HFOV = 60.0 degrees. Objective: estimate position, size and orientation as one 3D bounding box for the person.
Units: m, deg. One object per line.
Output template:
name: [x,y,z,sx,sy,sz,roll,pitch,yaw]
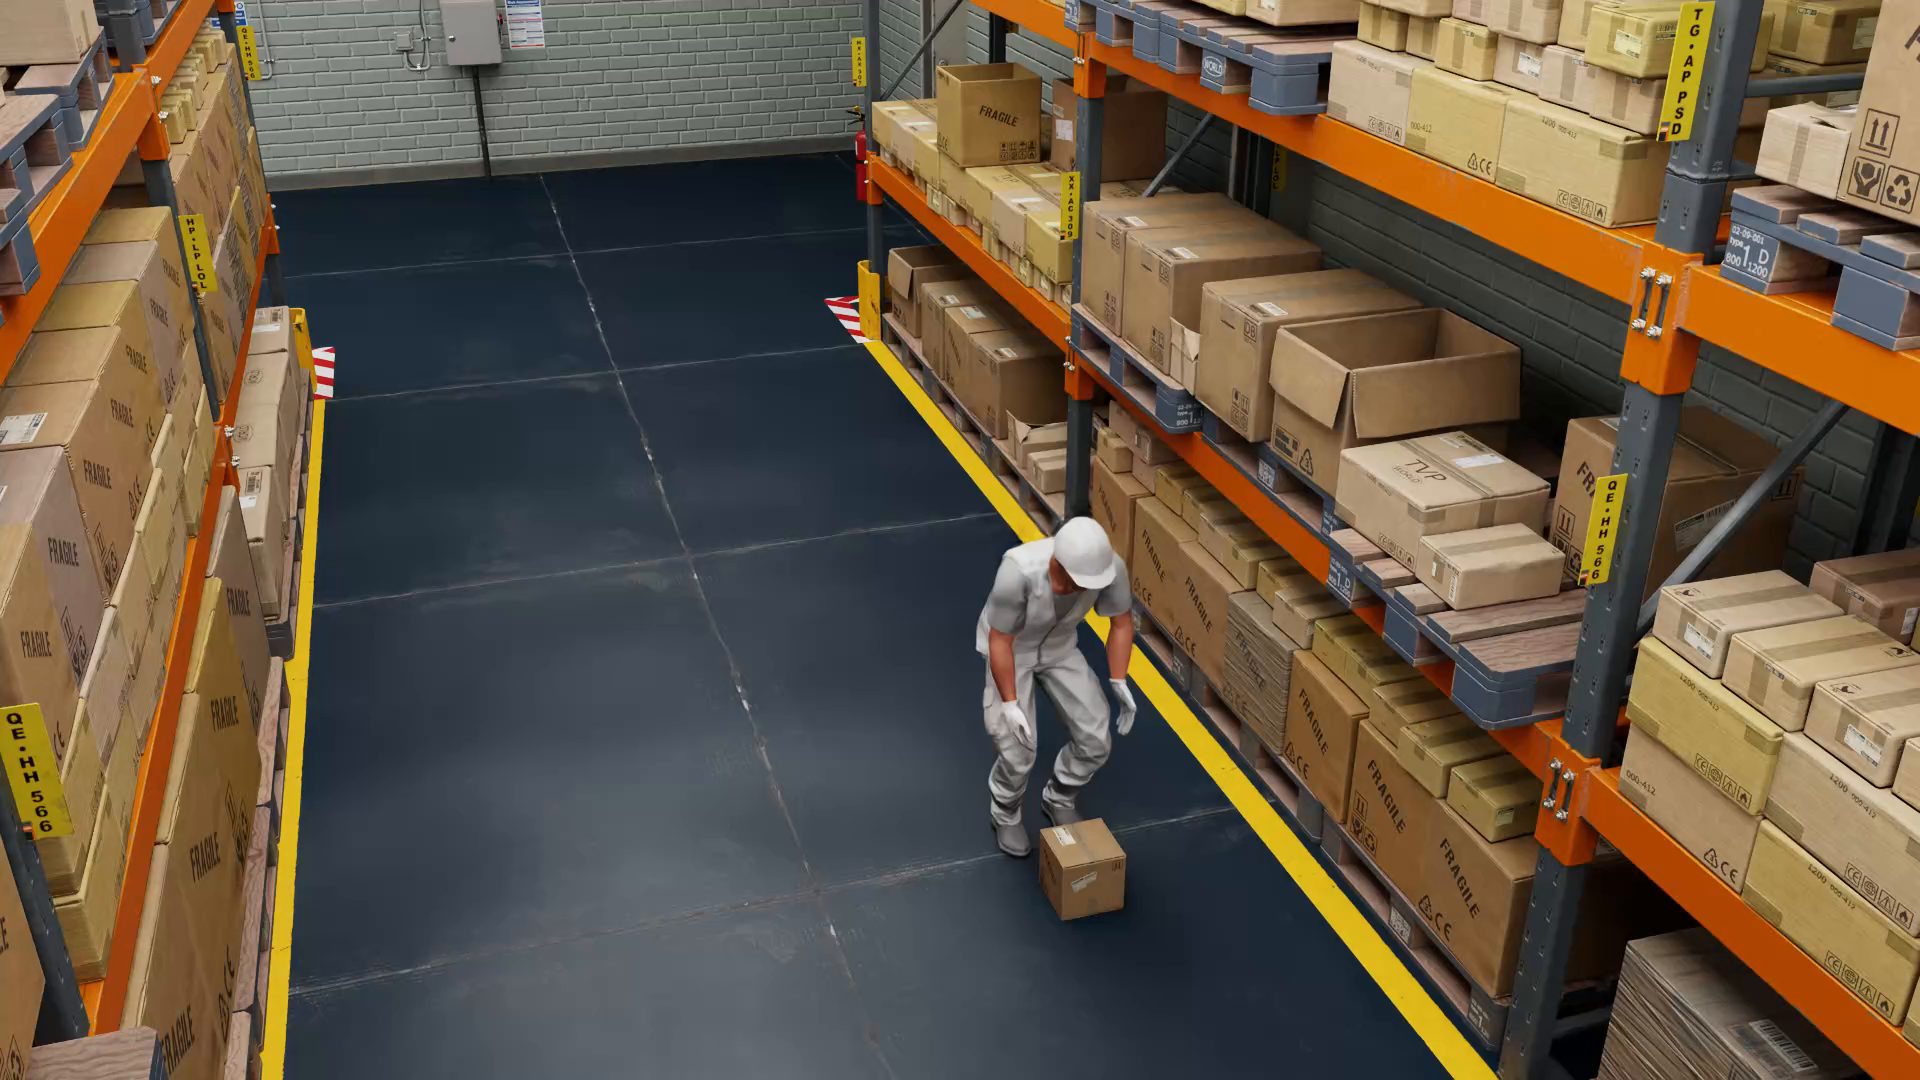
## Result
person: [0.364,0.511,6.372,0.581,1.500,0.711,-9,27,-17]
